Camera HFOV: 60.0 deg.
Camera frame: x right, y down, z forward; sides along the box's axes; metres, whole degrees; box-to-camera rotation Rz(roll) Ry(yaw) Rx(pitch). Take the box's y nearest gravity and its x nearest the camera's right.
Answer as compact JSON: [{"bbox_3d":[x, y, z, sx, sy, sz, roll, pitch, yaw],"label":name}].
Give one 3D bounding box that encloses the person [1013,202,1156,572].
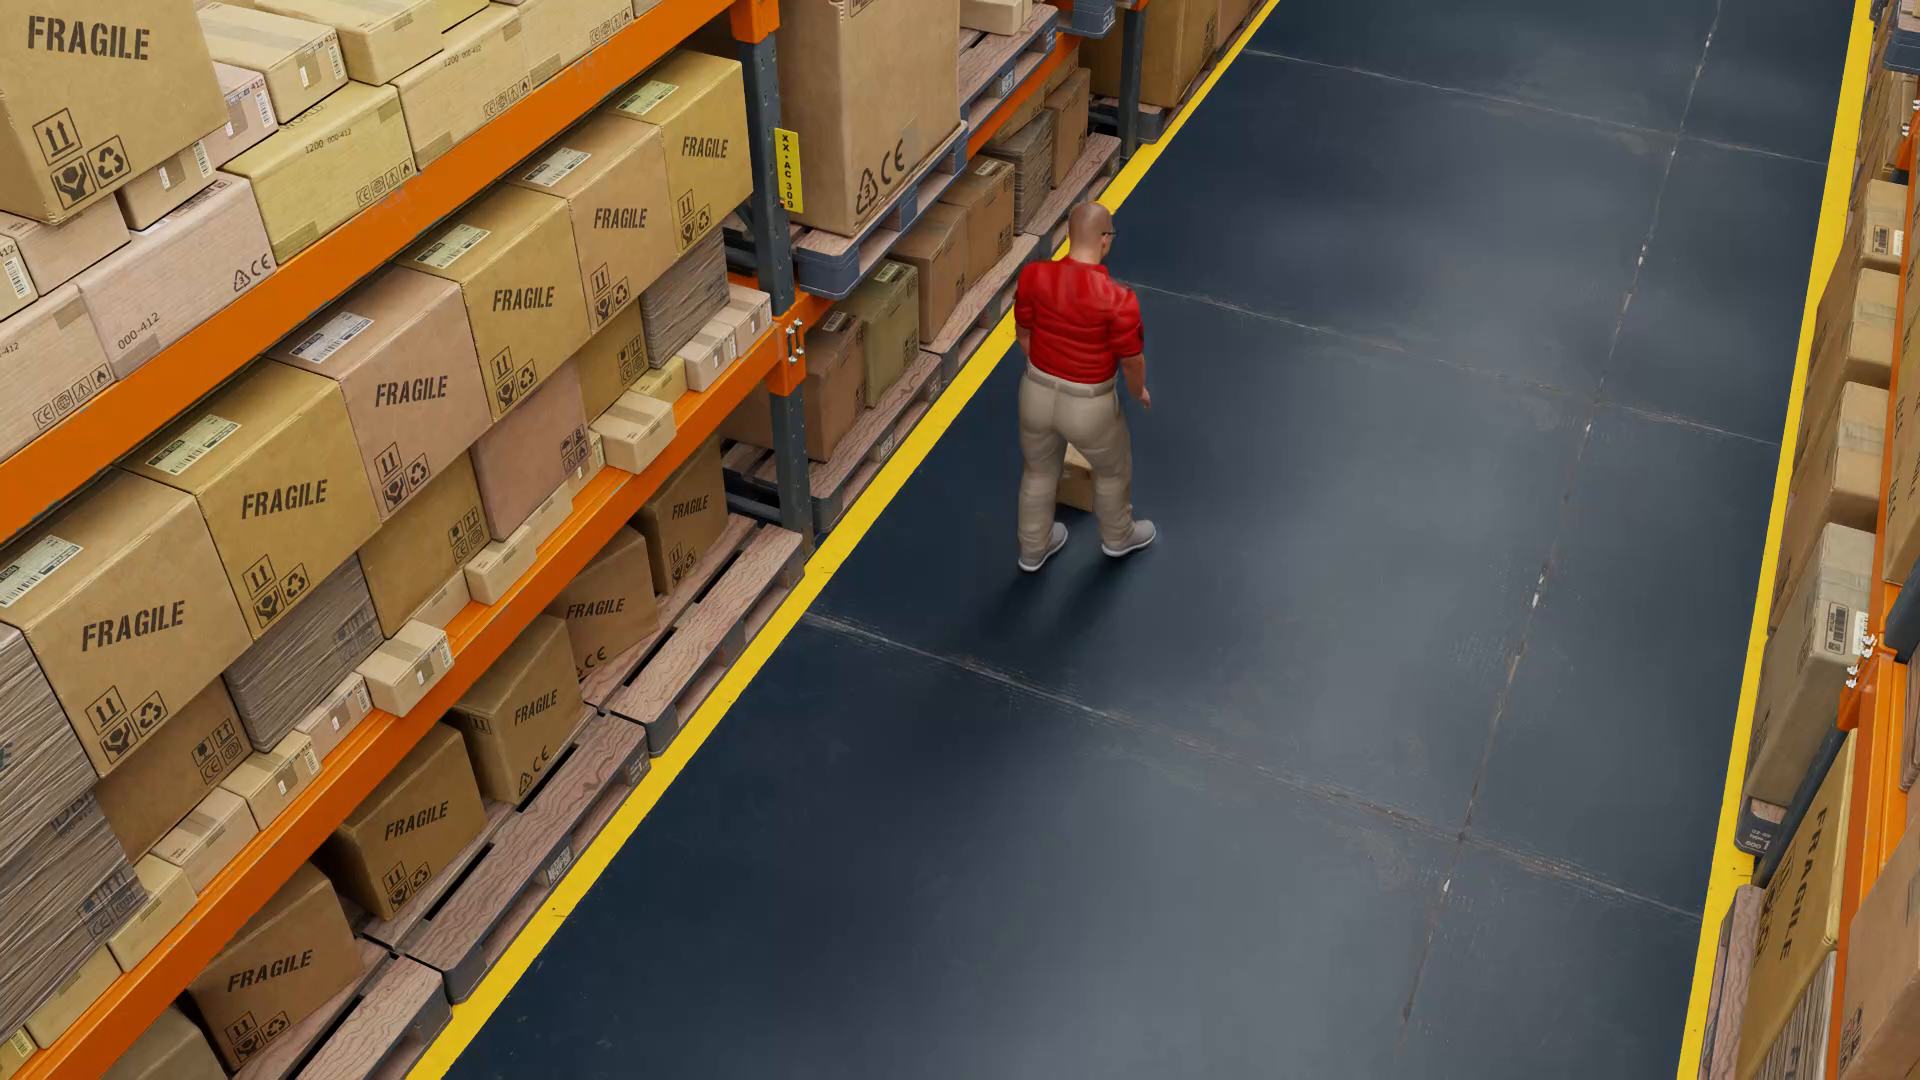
[{"bbox_3d":[0.520,-0.615,6.850,0.577,1.736,0.562,19,45,20],"label":"person"}]
